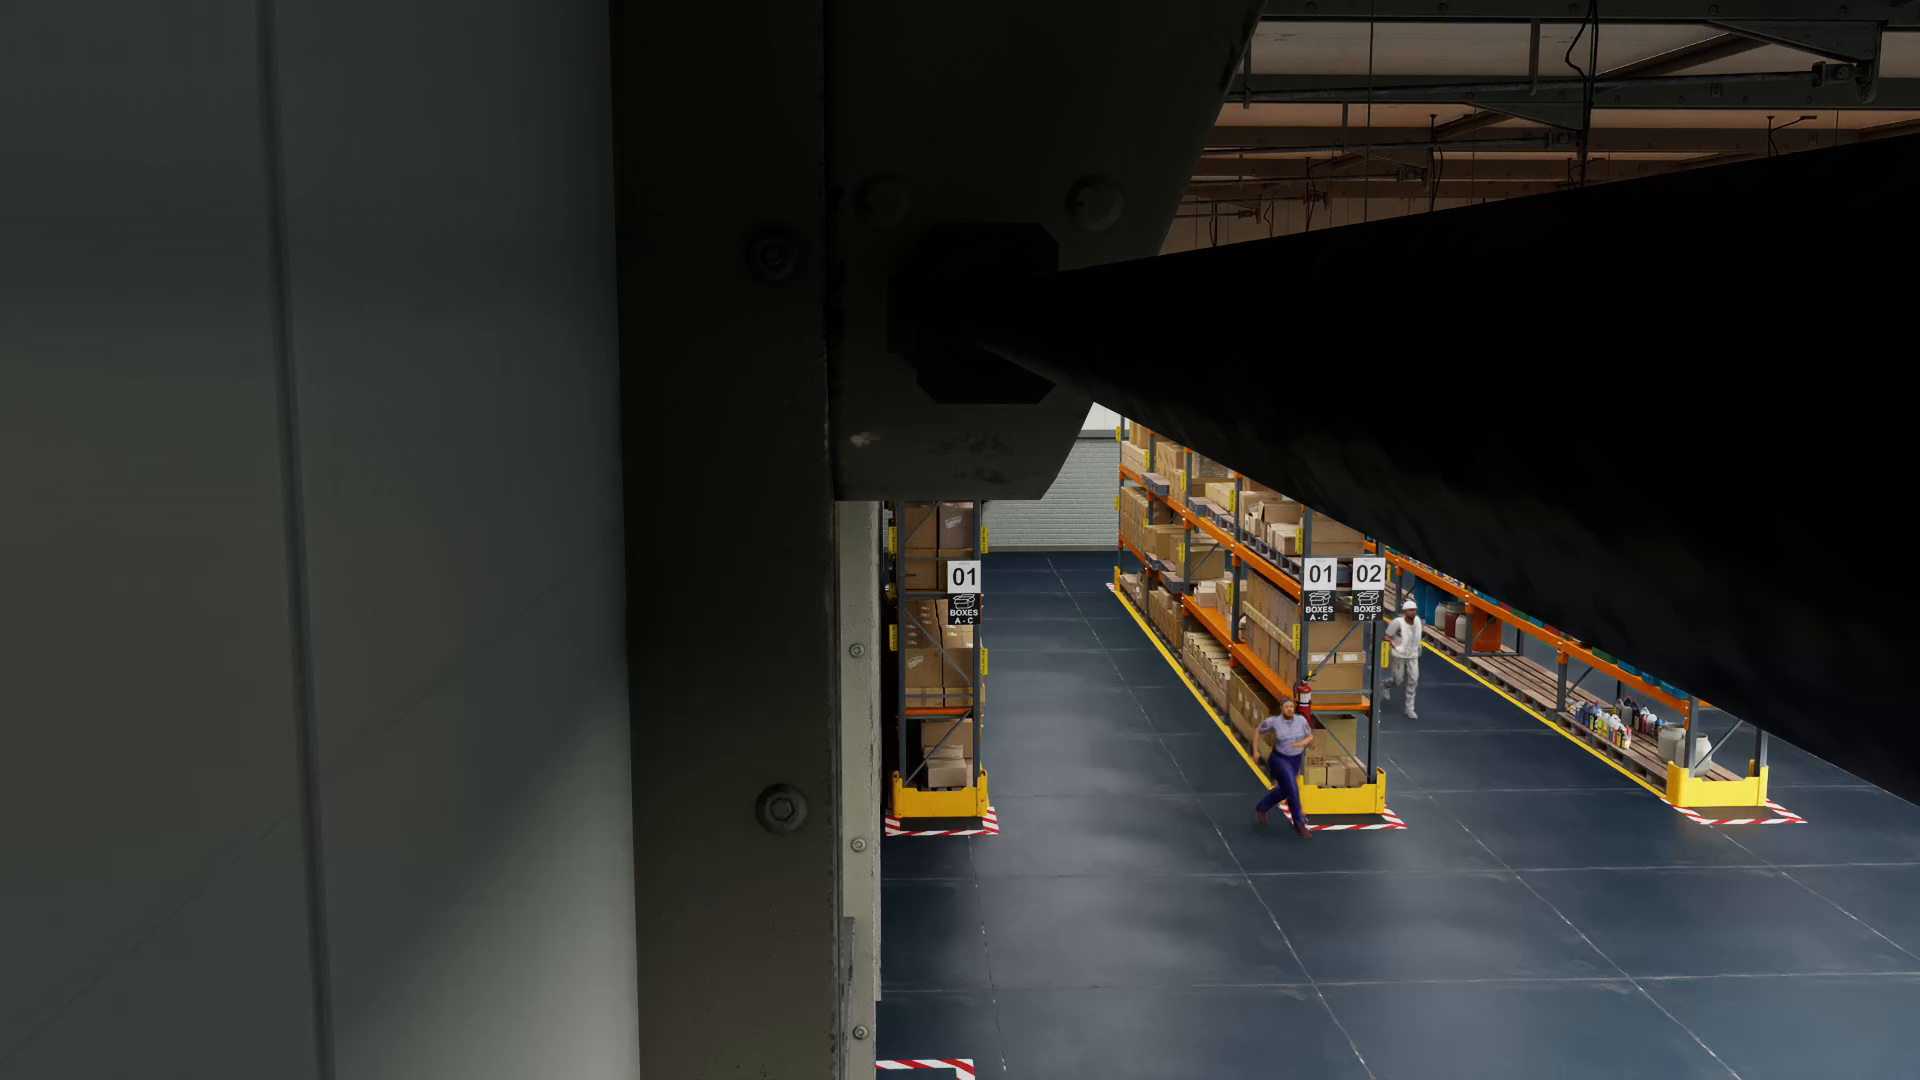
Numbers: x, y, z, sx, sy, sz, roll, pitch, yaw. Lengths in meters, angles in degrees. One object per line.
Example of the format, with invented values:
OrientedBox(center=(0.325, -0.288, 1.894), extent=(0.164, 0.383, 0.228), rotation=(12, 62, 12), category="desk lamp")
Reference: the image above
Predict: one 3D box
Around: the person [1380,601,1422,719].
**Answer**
OrientedBox(center=(6.819, 1.790, 25.587), extent=(0.707, 1.770, 0.972), rotation=(-3, 9, -21), category="person")

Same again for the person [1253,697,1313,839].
OrientedBox(center=(3.885, 2.693, 19.869), extent=(0.664, 1.670, 0.790), rotation=(-4, 9, -28), category="person")
